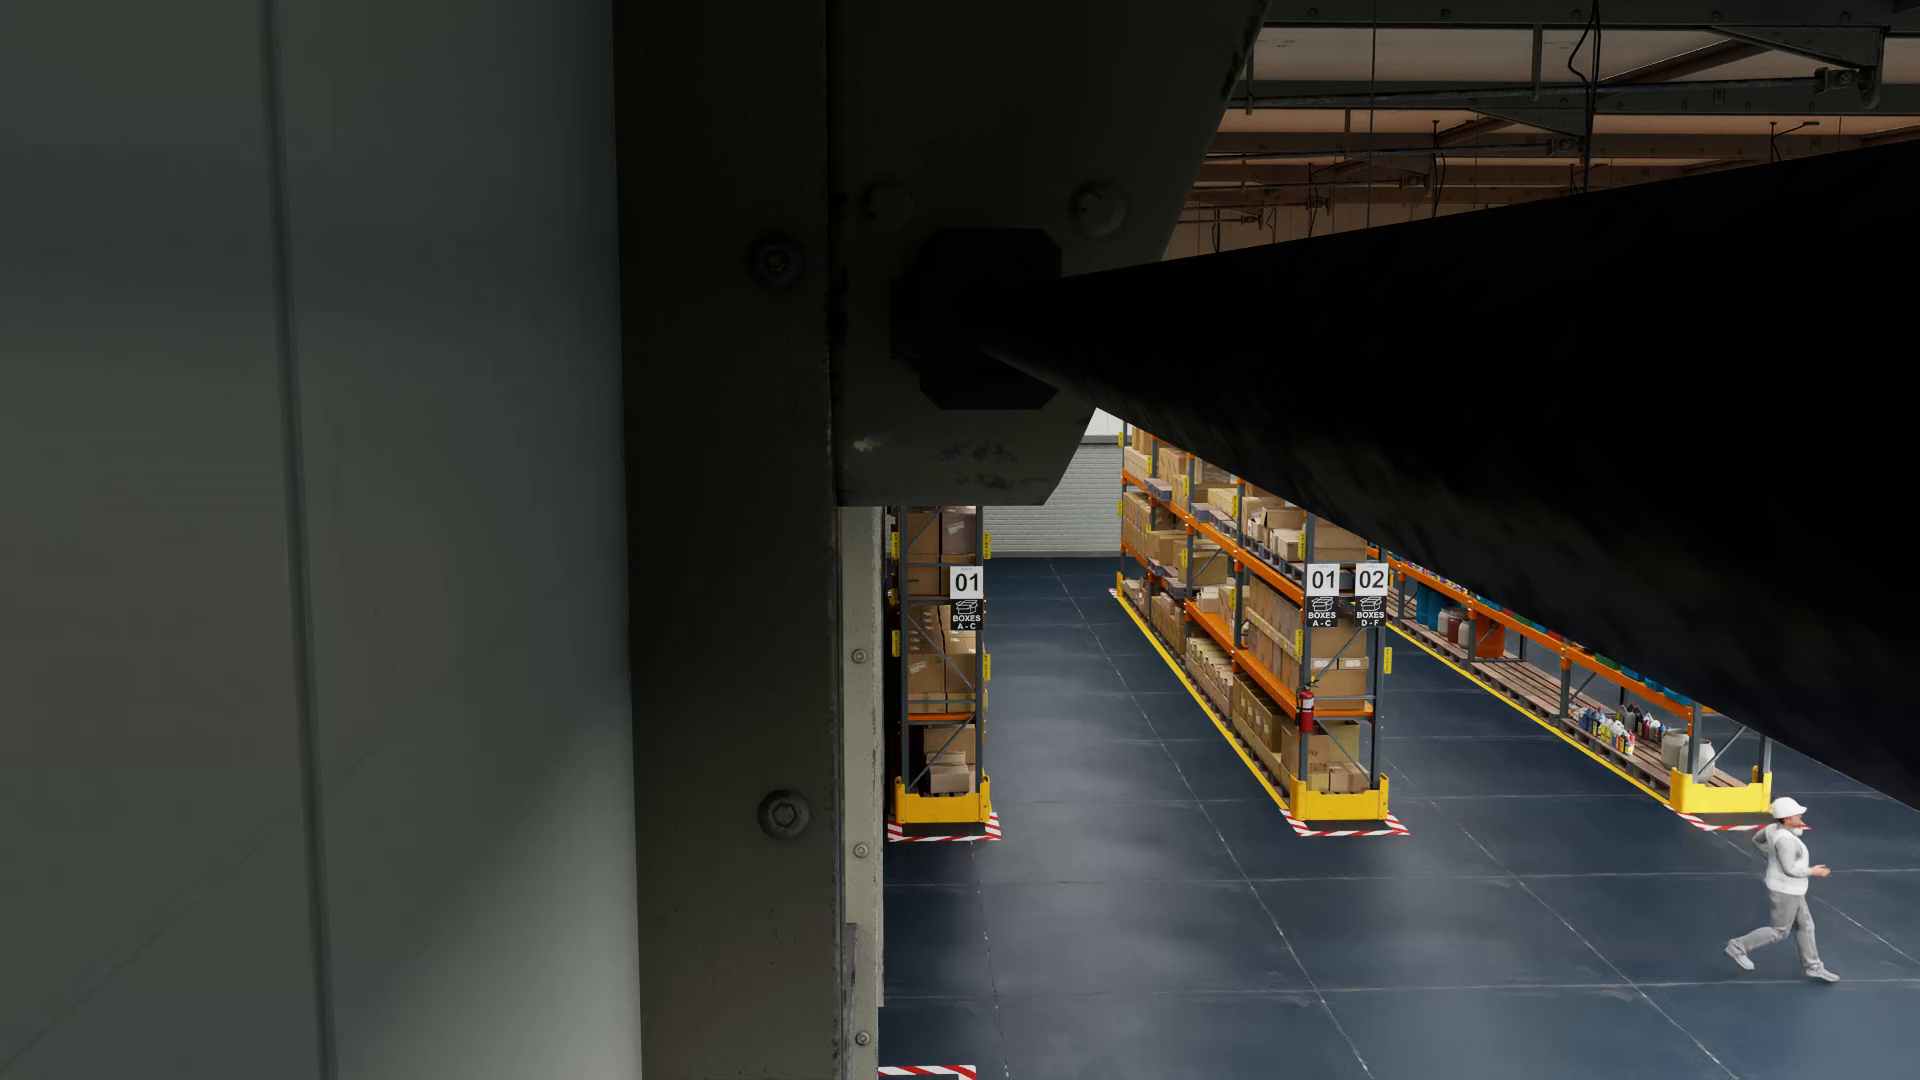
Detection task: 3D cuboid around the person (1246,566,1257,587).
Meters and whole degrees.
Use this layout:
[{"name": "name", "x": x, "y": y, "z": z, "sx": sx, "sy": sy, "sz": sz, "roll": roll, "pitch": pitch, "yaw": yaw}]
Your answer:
[{"name": "person", "x": 6.117, "y": 0.617, "z": 34.579, "sx": 0.692, "sy": 1.813, "sz": 0.789, "roll": -2, "pitch": 8, "yaw": -11}]

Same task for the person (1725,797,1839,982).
[{"name": "person", "x": 7.766, "y": 3.268, "z": 15.611, "sx": 1.013, "sy": 1.755, "sz": 0.671, "roll": 3, "pitch": 8, "yaw": 19}]
